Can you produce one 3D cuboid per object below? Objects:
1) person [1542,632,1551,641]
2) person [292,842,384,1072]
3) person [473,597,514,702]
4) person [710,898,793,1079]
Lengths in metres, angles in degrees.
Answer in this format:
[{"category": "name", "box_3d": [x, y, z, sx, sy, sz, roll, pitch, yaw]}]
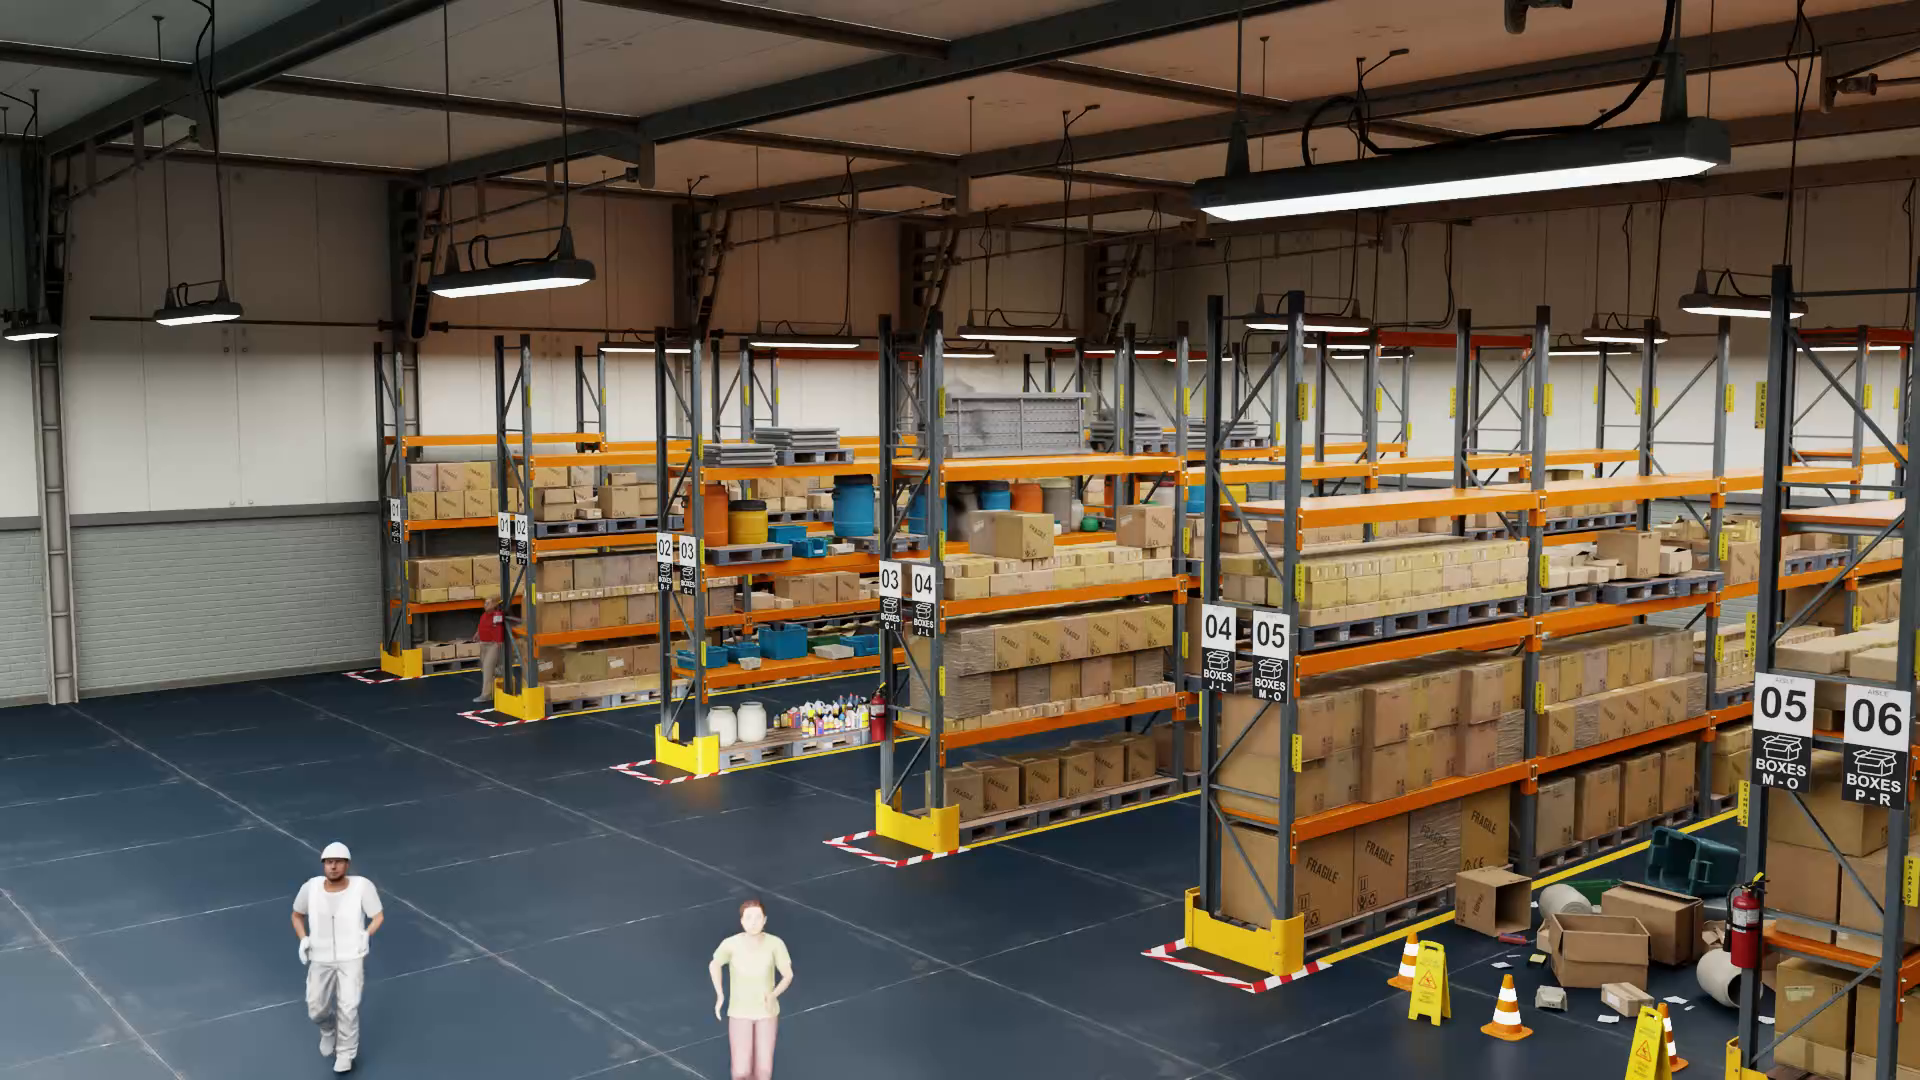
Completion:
[{"category": "person", "box_3d": [8.670, 2.147, 24.565, 0.709, 1.636, 0.609, -4, 7, -38]}, {"category": "person", "box_3d": [-4.703, 3.155, 12.552, 0.675, 1.734, 0.606, -1, 5, -13]}, {"category": "person", "box_3d": [-7.733, 1.787, 27.521, 0.686, 1.702, 0.871, 4, 6, 36]}, {"category": "person", "box_3d": [-1.440, 3.304, 11.554, 0.575, 1.627, 0.540, -1, 5, -10]}]
